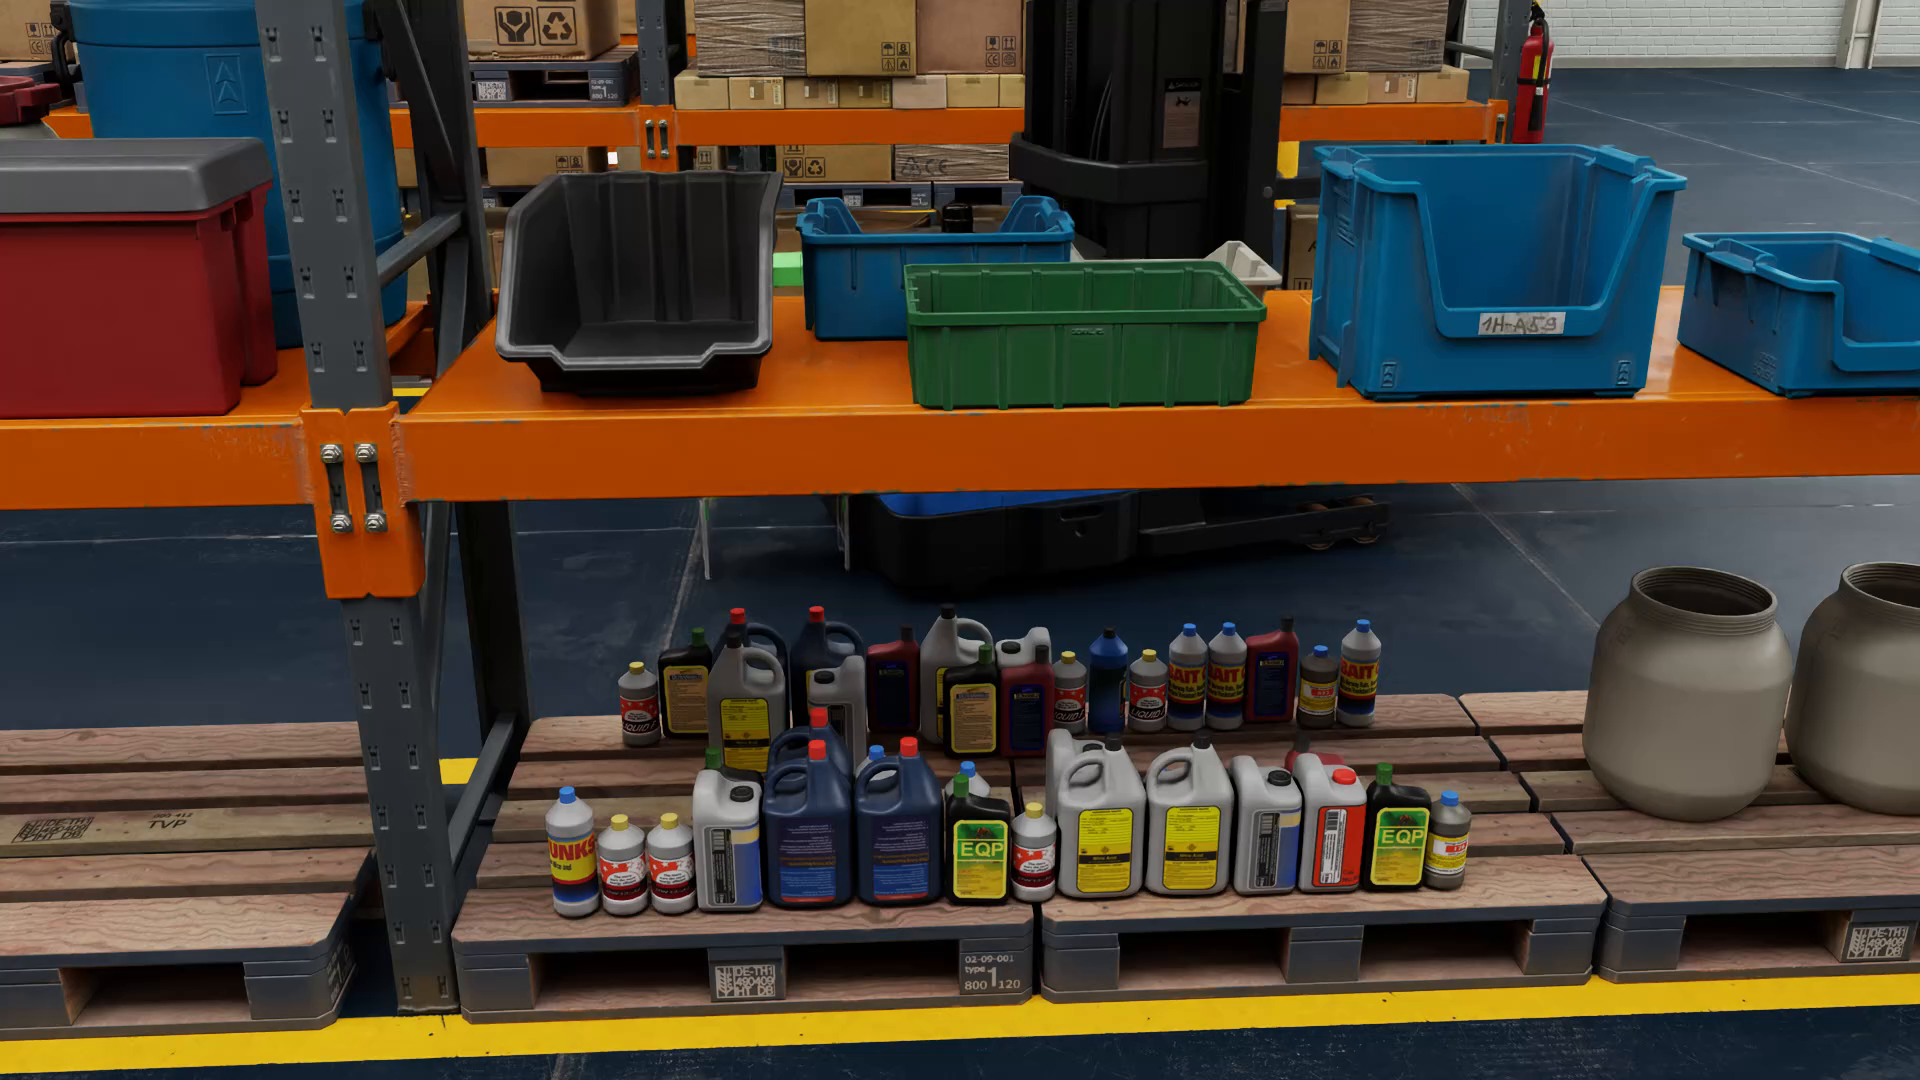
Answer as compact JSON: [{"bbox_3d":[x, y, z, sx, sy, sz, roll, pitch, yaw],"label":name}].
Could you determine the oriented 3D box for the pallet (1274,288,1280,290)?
[{"bbox_3d":[1.675,-1.113,8.748,1.213,0.211,1.003,-1,21,-3],"label":"pallet"}]

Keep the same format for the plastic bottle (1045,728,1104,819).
[{"bbox_3d":[0.262,0.553,3.663,0.135,0.276,0.152,-1,21,-3],"label":"plastic bottle"}]

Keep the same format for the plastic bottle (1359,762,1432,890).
[{"bbox_3d":[0.923,0.604,3.519,0.133,0.283,0.061,-1,21,-2],"label":"plastic bottle"}]

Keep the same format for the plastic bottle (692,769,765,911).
[{"bbox_3d":[-0.482,0.619,3.488,0.135,0.276,0.152,0,21,-1],"label":"plastic bottle"}]

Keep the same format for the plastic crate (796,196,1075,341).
[{"bbox_3d":[-0.057,-0.630,3.770,0.616,0.251,0.499,-1,21,-3],"label":"plastic crate"}]

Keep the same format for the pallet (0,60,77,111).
[{"bbox_3d":[-4.718,-2.222,8.011,1.003,0.211,1.213,-1,21,-3],"label":"pallet"}]

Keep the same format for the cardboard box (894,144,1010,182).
[{"bbox_3d":[-0.080,-3.315,13.009,0.875,0.875,0.875,-1,21,-3],"label":"cardboard box"}]

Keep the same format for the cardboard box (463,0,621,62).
[{"bbox_3d":[-2.231,-2.851,7.959,1.000,1.000,1.000,-1,21,-3],"label":"cardboard box"}]

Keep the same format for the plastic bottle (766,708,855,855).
[{"bbox_3d":[-0.325,0.531,3.615,0.185,0.351,0.144,-1,21,-3],"label":"plastic bottle"}]

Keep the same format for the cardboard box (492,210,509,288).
[{"bbox_3d":[-2.044,-1.373,8.406,0.500,0.500,0.700,-3,21,-7],"label":"cardboard box"}]

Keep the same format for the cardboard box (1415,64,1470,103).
[{"bbox_3d":[2.291,-2.225,8.103,0.250,0.149,0.380,-1,21,-3],"label":"cardboard box"}]

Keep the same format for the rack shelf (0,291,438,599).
[{"bbox_3d":[-3.144,-0.204,3.452,4.000,0.370,1.077,-1,21,-3],"label":"rack shelf"}]

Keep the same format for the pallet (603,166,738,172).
[{"bbox_3d":[-2.378,-2.759,13.070,1.213,0.211,1.003,-1,21,-3],"label":"pallet"}]

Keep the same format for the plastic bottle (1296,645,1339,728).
[{"bbox_3d":[0.915,0.368,4.253,0.097,0.201,0.097,0,21,0],"label":"plastic bottle"}]

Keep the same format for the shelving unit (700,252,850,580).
[{"bbox_3d":[-0.655,-0.480,5.695,0.503,1.200,0.258,-4,21,-10],"label":"shelving unit"}]

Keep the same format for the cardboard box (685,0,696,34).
[{"bbox_3d":[-2.117,-4.046,12.391,0.500,0.500,0.500,-1,21,-3],"label":"cardboard box"}]

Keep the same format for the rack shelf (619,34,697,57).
[{"bbox_3d":[-3.608,-3.728,12.707,4.000,0.370,1.077,-1,21,-3],"label":"rack shelf"}]

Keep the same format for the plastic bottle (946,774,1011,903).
[{"bbox_3d":[0.038,0.622,3.472,0.133,0.283,0.061,0,21,-1],"label":"plastic bottle"}]

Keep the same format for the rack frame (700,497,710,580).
[{"bbox_3d":[-0.895,-0.464,5.654,0.015,1.200,0.240,-4,21,-10],"label":"rack frame"}]

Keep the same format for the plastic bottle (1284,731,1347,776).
[{"bbox_3d":[0.778,0.552,3.654,0.133,0.283,0.061,-1,21,-3],"label":"plastic bottle"}]

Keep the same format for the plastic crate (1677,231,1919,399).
[{"bbox_3d":[1.715,-0.465,3.336,0.408,0.251,0.499,-1,21,-3],"label":"plastic crate"}]

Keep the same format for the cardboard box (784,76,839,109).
[{"bbox_3d":[-0.699,-2.136,7.868,0.250,0.149,0.380,-1,21,-3],"label":"cardboard box"}]

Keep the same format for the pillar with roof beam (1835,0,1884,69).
[{"bbox_3d":[13.191,-9.529,18.503,0.400,9.000,9.100,-1,21,-3],"label":"pillar with roof beam"}]

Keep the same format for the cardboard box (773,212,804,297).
[{"bbox_3d":[-1.028,-1.362,8.407,0.500,0.500,0.500,-2,21,-5],"label":"cardboard box"}]

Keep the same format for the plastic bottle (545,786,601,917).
[{"bbox_3d":[-0.804,0.638,3.446,0.097,0.271,0.097,0,21,0],"label":"plastic bottle"}]

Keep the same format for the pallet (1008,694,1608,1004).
[{"bbox_3d":[0.747,0.698,3.992,1.213,0.211,1.003,-1,21,-3],"label":"pallet"}]

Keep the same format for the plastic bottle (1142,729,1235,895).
[{"bbox_3d":[0.481,0.566,3.523,0.185,0.351,0.144,0,21,-1],"label":"plastic bottle"}]

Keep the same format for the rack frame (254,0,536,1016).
[{"bbox_3d":[-1.147,-0.581,3.431,0.127,3.000,1.000,-1,21,-3],"label":"rack frame"}]

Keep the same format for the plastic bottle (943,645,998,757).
[{"bbox_3d":[0.025,0.393,4.073,0.133,0.283,0.061,-1,21,-3],"label":"plastic bottle"}]

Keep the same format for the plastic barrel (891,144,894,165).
[{"bbox_3d":[-0.567,-3.468,14.636,0.421,0.421,0.512,15,25,34],"label":"plastic barrel"}]

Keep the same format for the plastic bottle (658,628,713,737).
[{"bbox_3d":[-0.685,0.356,4.170,0.133,0.283,0.061,0,21,0],"label":"plastic bottle"}]

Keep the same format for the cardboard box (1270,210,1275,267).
[{"bbox_3d":[1.345,-1.419,8.554,0.500,0.500,0.500,4,21,11],"label":"cardboard box"}]

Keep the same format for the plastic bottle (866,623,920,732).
[{"bbox_3d":[-0.168,0.345,4.197,0.133,0.283,0.061,0,21,1],"label":"plastic bottle"}]

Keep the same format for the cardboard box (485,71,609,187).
[{"bbox_3d":[-3.190,-3.186,12.846,0.750,0.750,1.050,-1,21,-3],"label":"cardboard box"}]

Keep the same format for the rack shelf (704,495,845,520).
[{"bbox_3d":[-0.655,-0.196,5.803,0.480,0.148,0.258,-4,21,-10],"label":"rack shelf"}]

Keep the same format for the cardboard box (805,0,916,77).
[{"bbox_3d":[-0.476,-2.511,7.942,0.500,0.500,0.875,-1,21,-3],"label":"cardboard box"}]

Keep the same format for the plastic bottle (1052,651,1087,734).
[{"bbox_3d":[0.273,0.381,4.218,0.097,0.201,0.097,0,21,0],"label":"plastic bottle"}]

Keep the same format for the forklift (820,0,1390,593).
[{"bbox_3d":[1.037,-1.500,5.941,3.031,2.935,1.130,-7,22,-19],"label":"forklift"}]

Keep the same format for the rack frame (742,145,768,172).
[{"bbox_3d":[-1.612,-4.104,12.686,0.127,3.000,1.000,-1,21,-3],"label":"rack frame"}]

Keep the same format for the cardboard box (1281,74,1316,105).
[{"bbox_3d":[1.544,-2.197,8.030,0.250,0.149,0.380,-1,21,-3],"label":"cardboard box"}]

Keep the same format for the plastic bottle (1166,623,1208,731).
[{"bbox_3d":[0.577,0.342,4.222,0.097,0.271,0.097,0,21,0],"label":"plastic bottle"}]

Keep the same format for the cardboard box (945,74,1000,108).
[{"bbox_3d":[0.049,-2.155,7.918,0.250,0.149,0.380,-1,21,-3],"label":"cardboard box"}]

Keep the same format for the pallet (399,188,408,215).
[{"bbox_3d":[-4.814,-2.709,12.940,1.213,0.211,1.003,-1,21,-3],"label":"pallet"}]

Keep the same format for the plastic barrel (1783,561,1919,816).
[{"bbox_3d":[2.194,0.345,3.906,0.421,0.512,0.421,0,21,0],"label":"plastic barrel"}]

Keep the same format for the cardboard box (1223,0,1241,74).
[{"bbox_3d":[1.019,-2.558,8.066,0.500,0.500,0.875,-1,21,-3],"label":"cardboard box"}]
